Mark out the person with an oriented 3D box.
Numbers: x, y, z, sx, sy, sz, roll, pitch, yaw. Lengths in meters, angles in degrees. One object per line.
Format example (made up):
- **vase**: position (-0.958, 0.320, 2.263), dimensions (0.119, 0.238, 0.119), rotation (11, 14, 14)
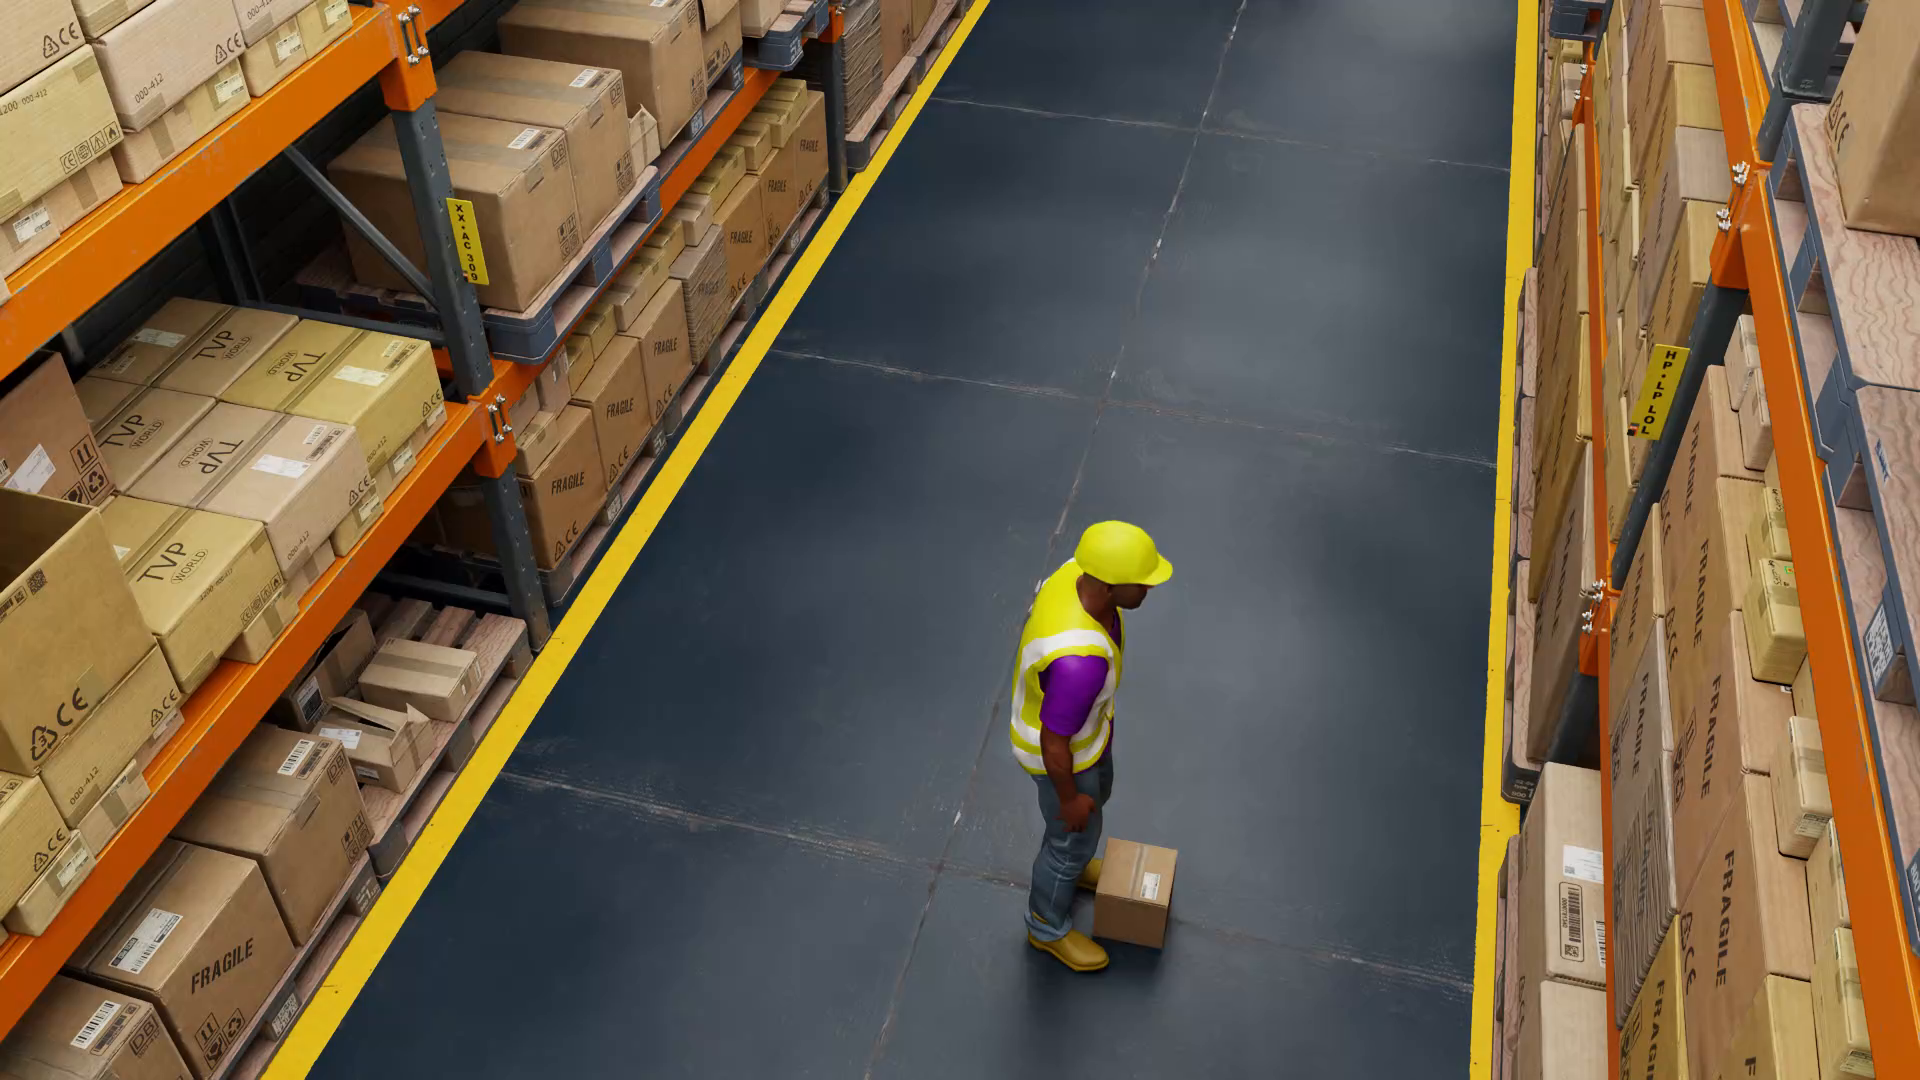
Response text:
- **person**: position (0.396, 0.638, 5.406), dimensions (0.460, 1.759, 0.629), rotation (8, 41, 9)
